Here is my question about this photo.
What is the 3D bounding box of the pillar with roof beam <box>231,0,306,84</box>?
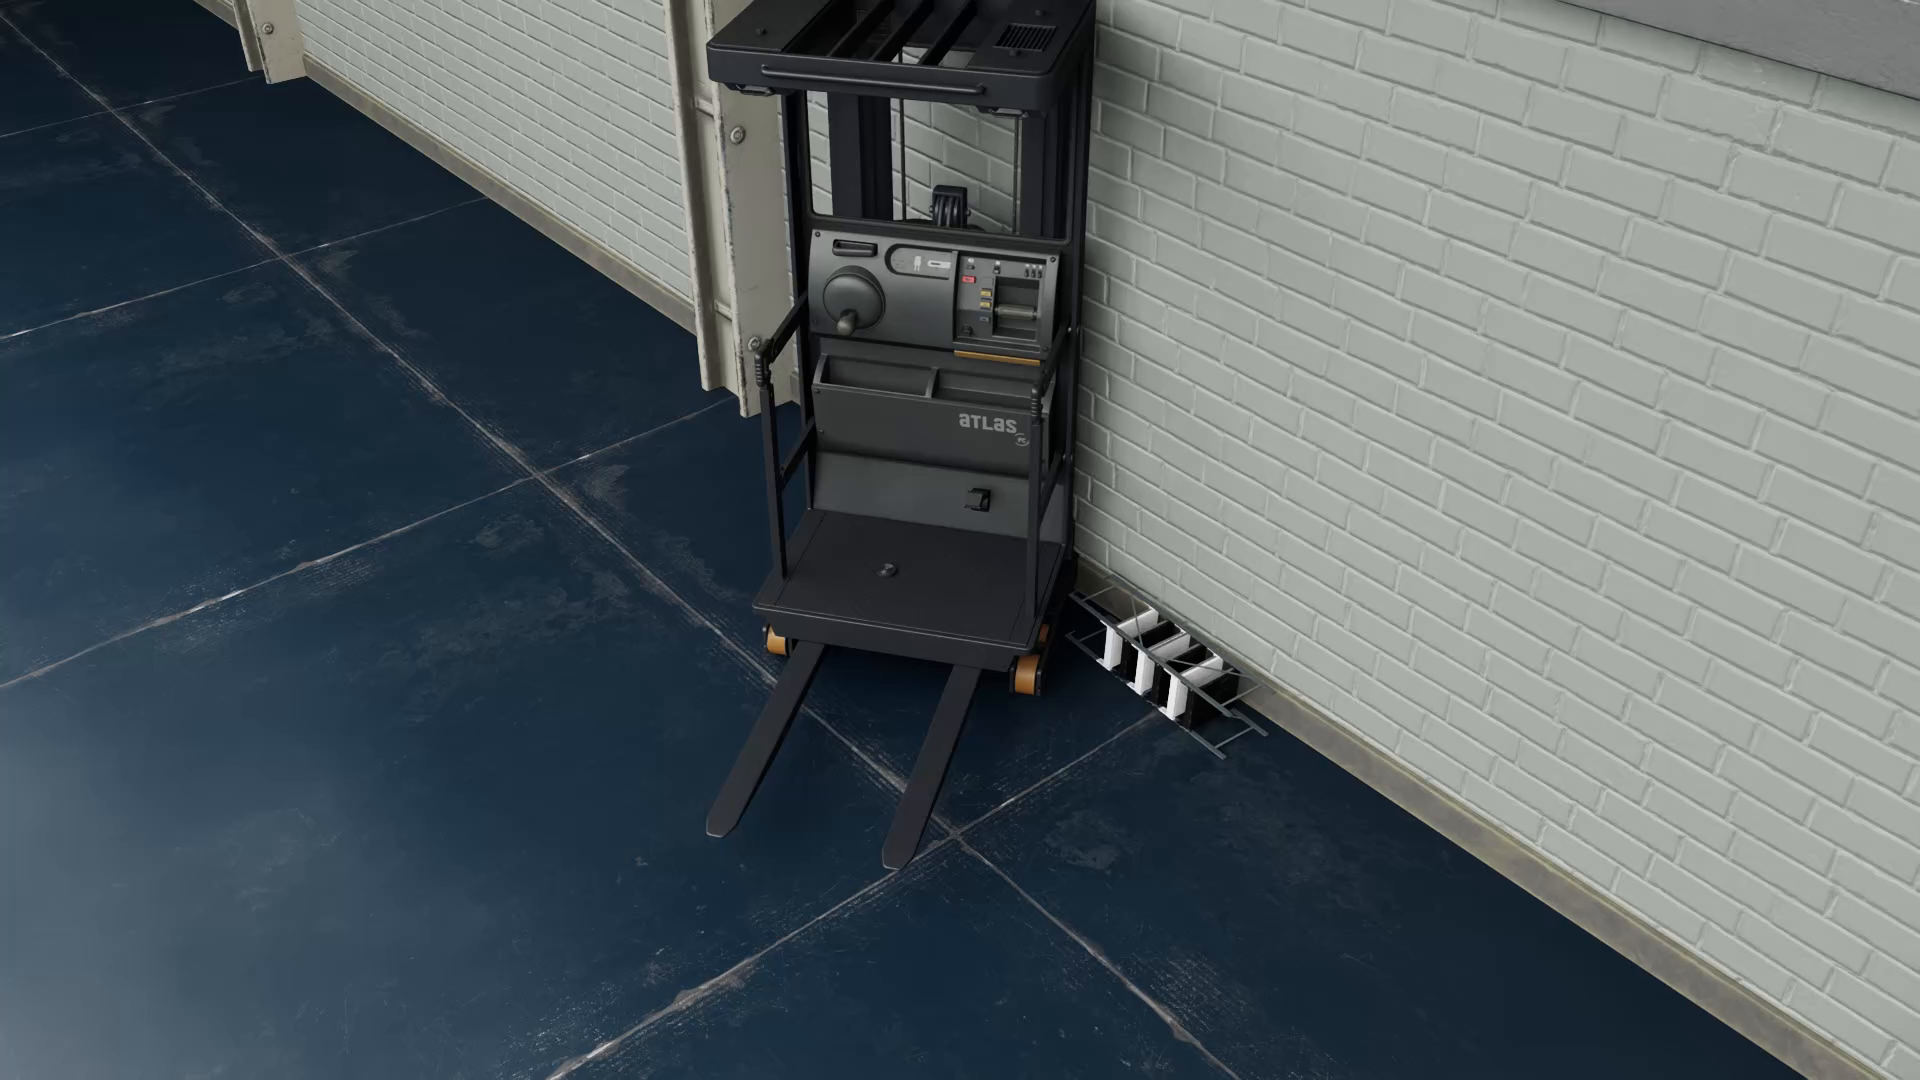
[{"bbox_3d":[-8.211,-5.453,7.164,9.100,9.000,0.400,-26,43,-32],"label":"pillar with roof beam"}]

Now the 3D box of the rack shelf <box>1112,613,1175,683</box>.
[{"bbox_3d":[0.716,0.413,6.470,0.258,0.200,0.077,-22,41,-31],"label":"rack shelf"}]

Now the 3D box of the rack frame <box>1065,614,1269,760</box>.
[{"bbox_3d":[0.787,0.555,6.448,0.240,0.006,0.900,-22,41,-31],"label":"rack frame"}]

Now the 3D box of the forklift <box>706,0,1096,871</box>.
[{"bbox_3d":[-0.151,-0.845,5.907,1.130,2.935,3.031,8,36,11],"label":"forklift"}]

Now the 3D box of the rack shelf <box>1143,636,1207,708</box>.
[{"bbox_3d":[0.825,0.498,6.354,0.258,0.200,0.077,-22,41,-31],"label":"rack shelf"}]

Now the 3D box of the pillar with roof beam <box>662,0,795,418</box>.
[{"bbox_3d":[-4.339,-2.804,3.423,9.100,9.000,0.400,-26,43,-32],"label":"pillar with roof beam"}]

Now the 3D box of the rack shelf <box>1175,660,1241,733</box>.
[{"bbox_3d":[0.933,0.582,6.238,0.258,0.200,0.077,-22,41,-31],"label":"rack shelf"}]

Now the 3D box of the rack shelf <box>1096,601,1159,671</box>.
[{"bbox_3d":[0.661,0.371,6.528,0.258,0.200,0.077,-22,41,-31],"label":"rack shelf"}]

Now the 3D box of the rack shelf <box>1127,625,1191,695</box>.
[{"bbox_3d":[0.770,0.455,6.412,0.258,0.200,0.077,-22,41,-31],"label":"rack shelf"}]

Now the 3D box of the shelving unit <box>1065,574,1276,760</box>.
[{"bbox_3d":[0.790,0.471,6.390,0.258,0.210,0.900,-22,41,-31],"label":"shelving unit"}]

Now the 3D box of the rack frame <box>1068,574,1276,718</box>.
[{"bbox_3d":[0.793,0.388,6.332,0.240,0.006,0.900,-22,41,-31],"label":"rack frame"}]

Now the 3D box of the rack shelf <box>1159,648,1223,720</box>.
[{"bbox_3d":[0.879,0.540,6.296,0.258,0.200,0.077,-22,41,-31],"label":"rack shelf"}]
